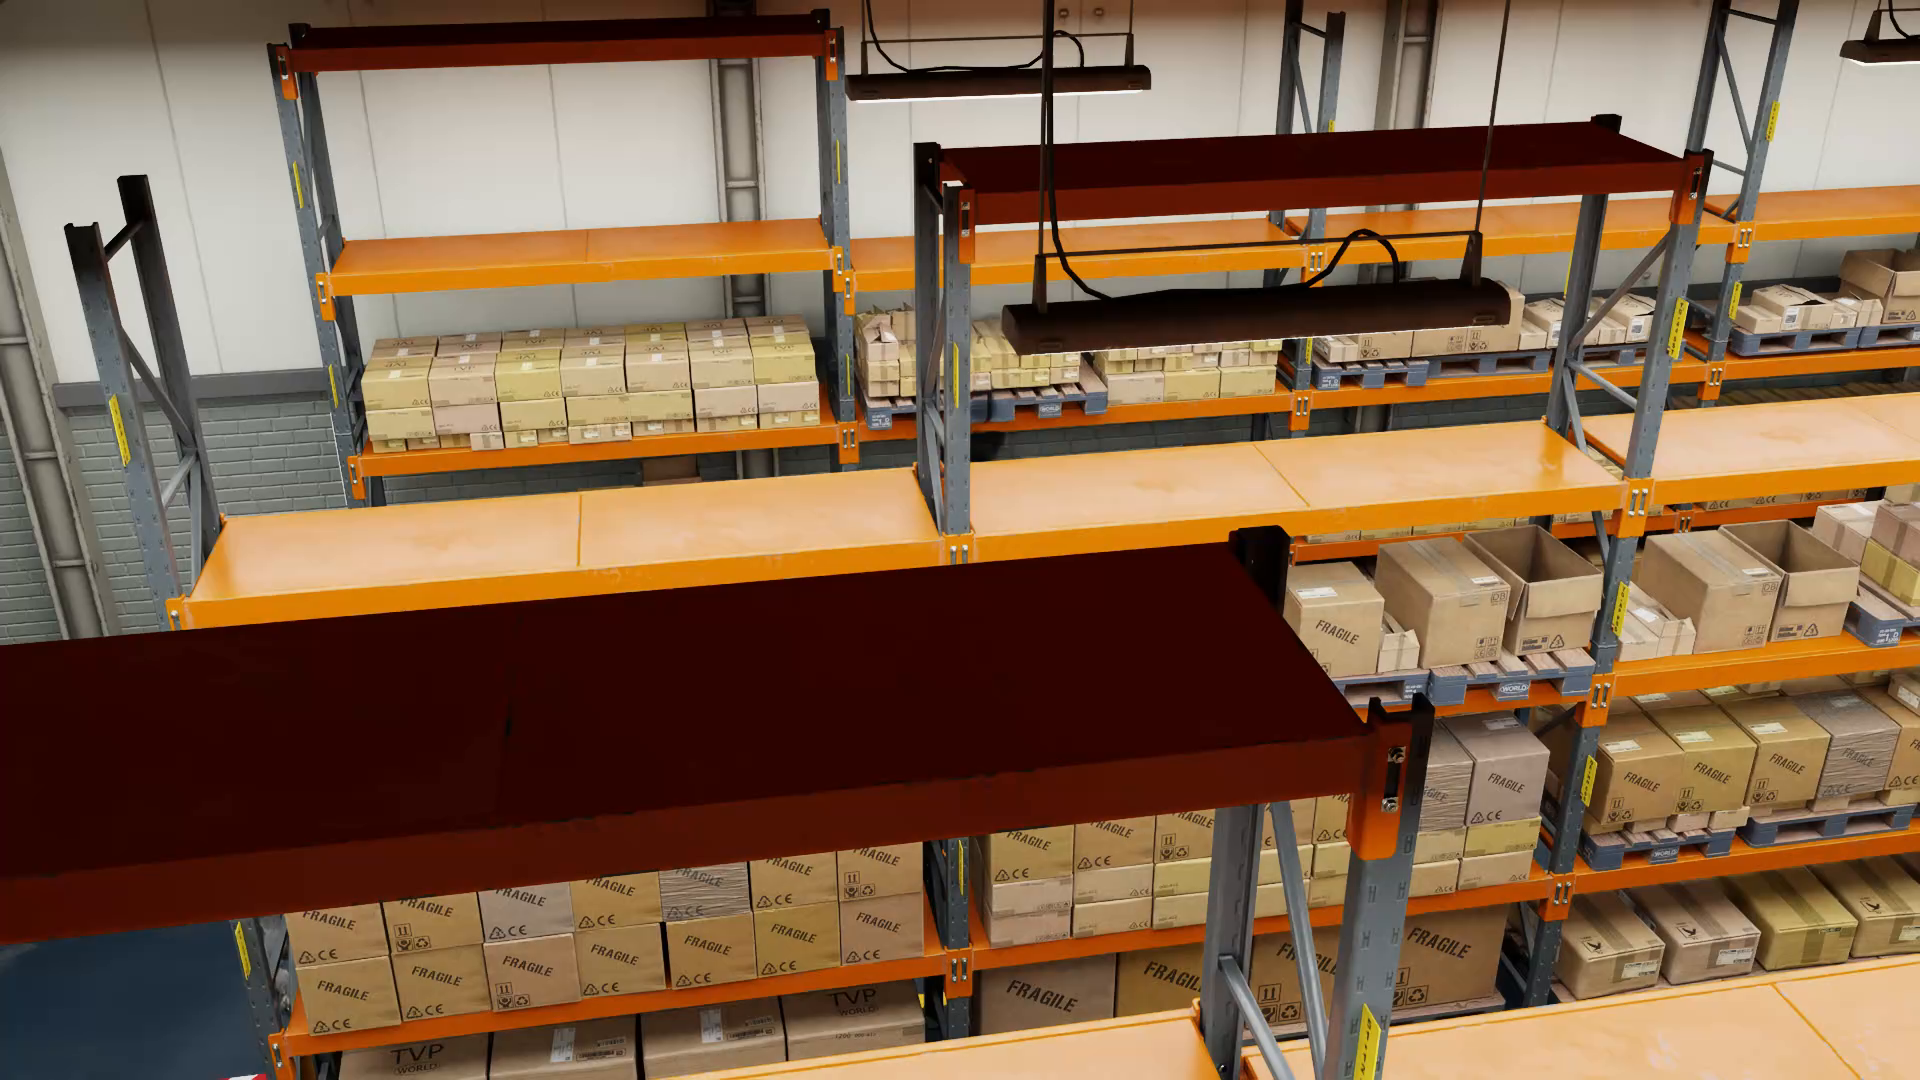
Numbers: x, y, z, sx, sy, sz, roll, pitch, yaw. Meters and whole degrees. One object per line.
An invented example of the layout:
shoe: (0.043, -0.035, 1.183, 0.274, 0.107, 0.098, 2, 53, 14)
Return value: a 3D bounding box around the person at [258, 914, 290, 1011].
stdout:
person: (-4.574, 2.581, 11.167, 0.571, 1.561, 0.604, -18, 31, -32)
